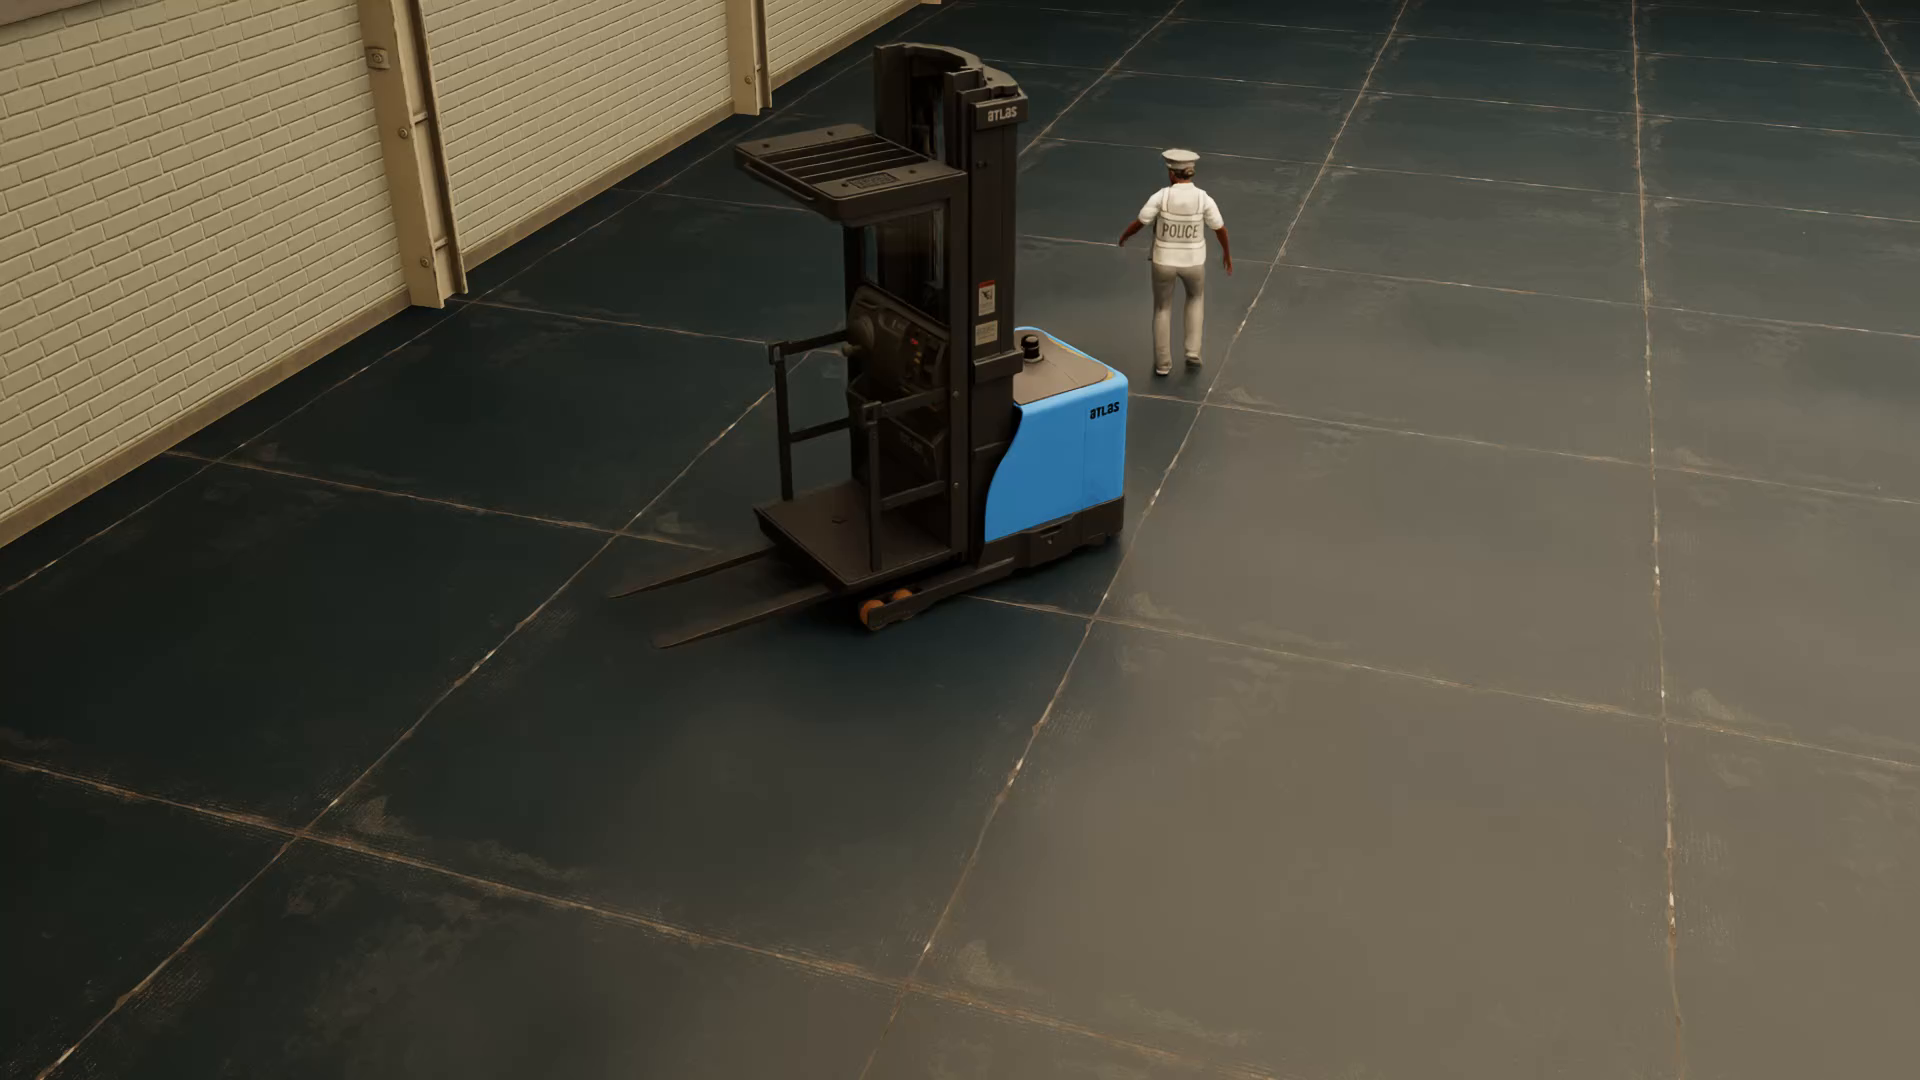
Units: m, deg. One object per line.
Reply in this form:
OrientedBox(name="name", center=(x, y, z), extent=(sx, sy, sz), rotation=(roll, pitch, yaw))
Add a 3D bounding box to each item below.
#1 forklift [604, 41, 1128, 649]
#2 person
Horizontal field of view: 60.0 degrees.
OrientedBox(name="forklift", center=(-0.519, -1.072, 9.017), extent=(3.031, 2.935, 1.130), rotation=(-19, 35, -29))
OrientedBox(name="person", center=(1.551, -1.980, 11.966), extent=(0.834, 1.682, 0.459), rotation=(3, 30, 6))
